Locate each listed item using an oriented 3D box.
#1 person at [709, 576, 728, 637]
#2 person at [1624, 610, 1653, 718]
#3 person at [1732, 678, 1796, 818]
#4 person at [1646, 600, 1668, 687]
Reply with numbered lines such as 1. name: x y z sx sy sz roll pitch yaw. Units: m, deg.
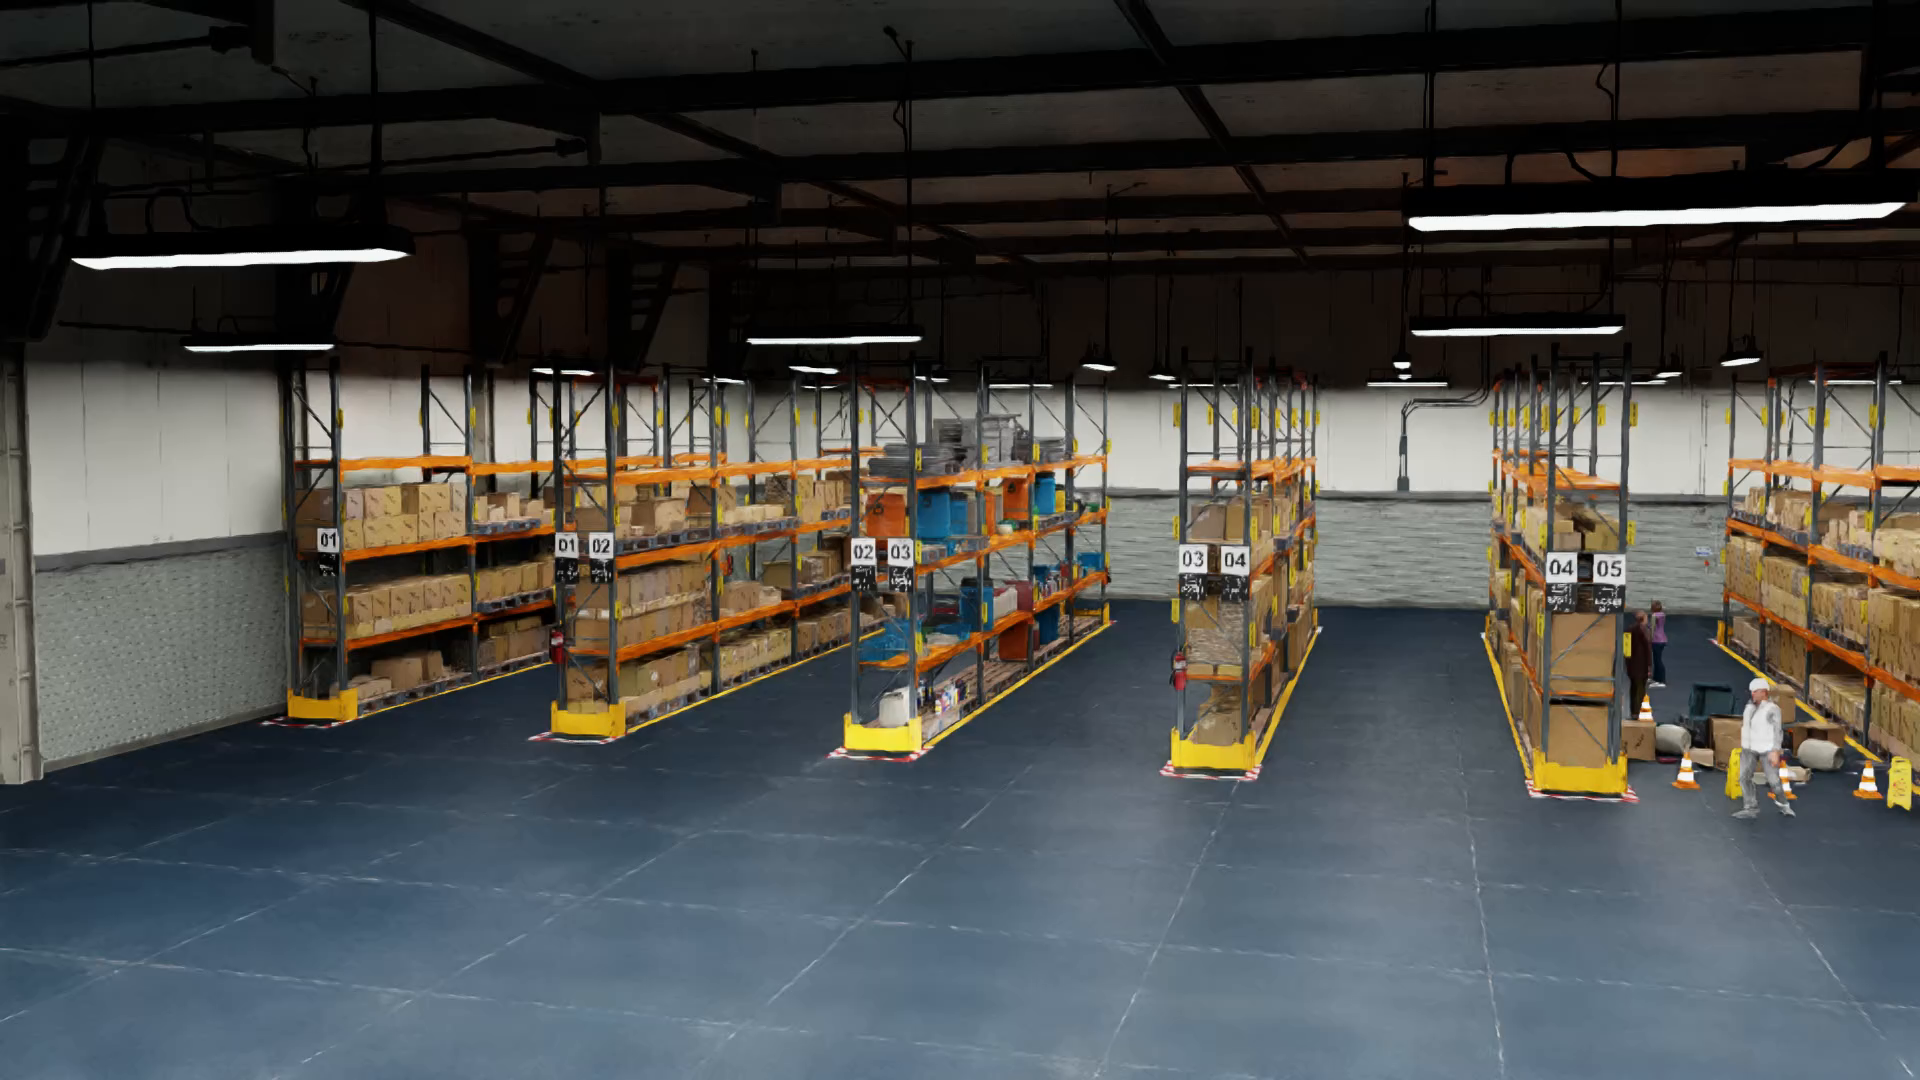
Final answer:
1. person: -5.449 1.493 37.388 0.560 1.527 0.820 1 4 11
2. person: 11.379 2.061 27.759 0.570 1.788 0.725 -1 4 -13
3. person: 10.061 2.601 20.836 0.693 1.757 0.661 -2 5 -26
4. person: 12.971 1.917 30.991 0.499 1.594 0.497 -4 6 -44
